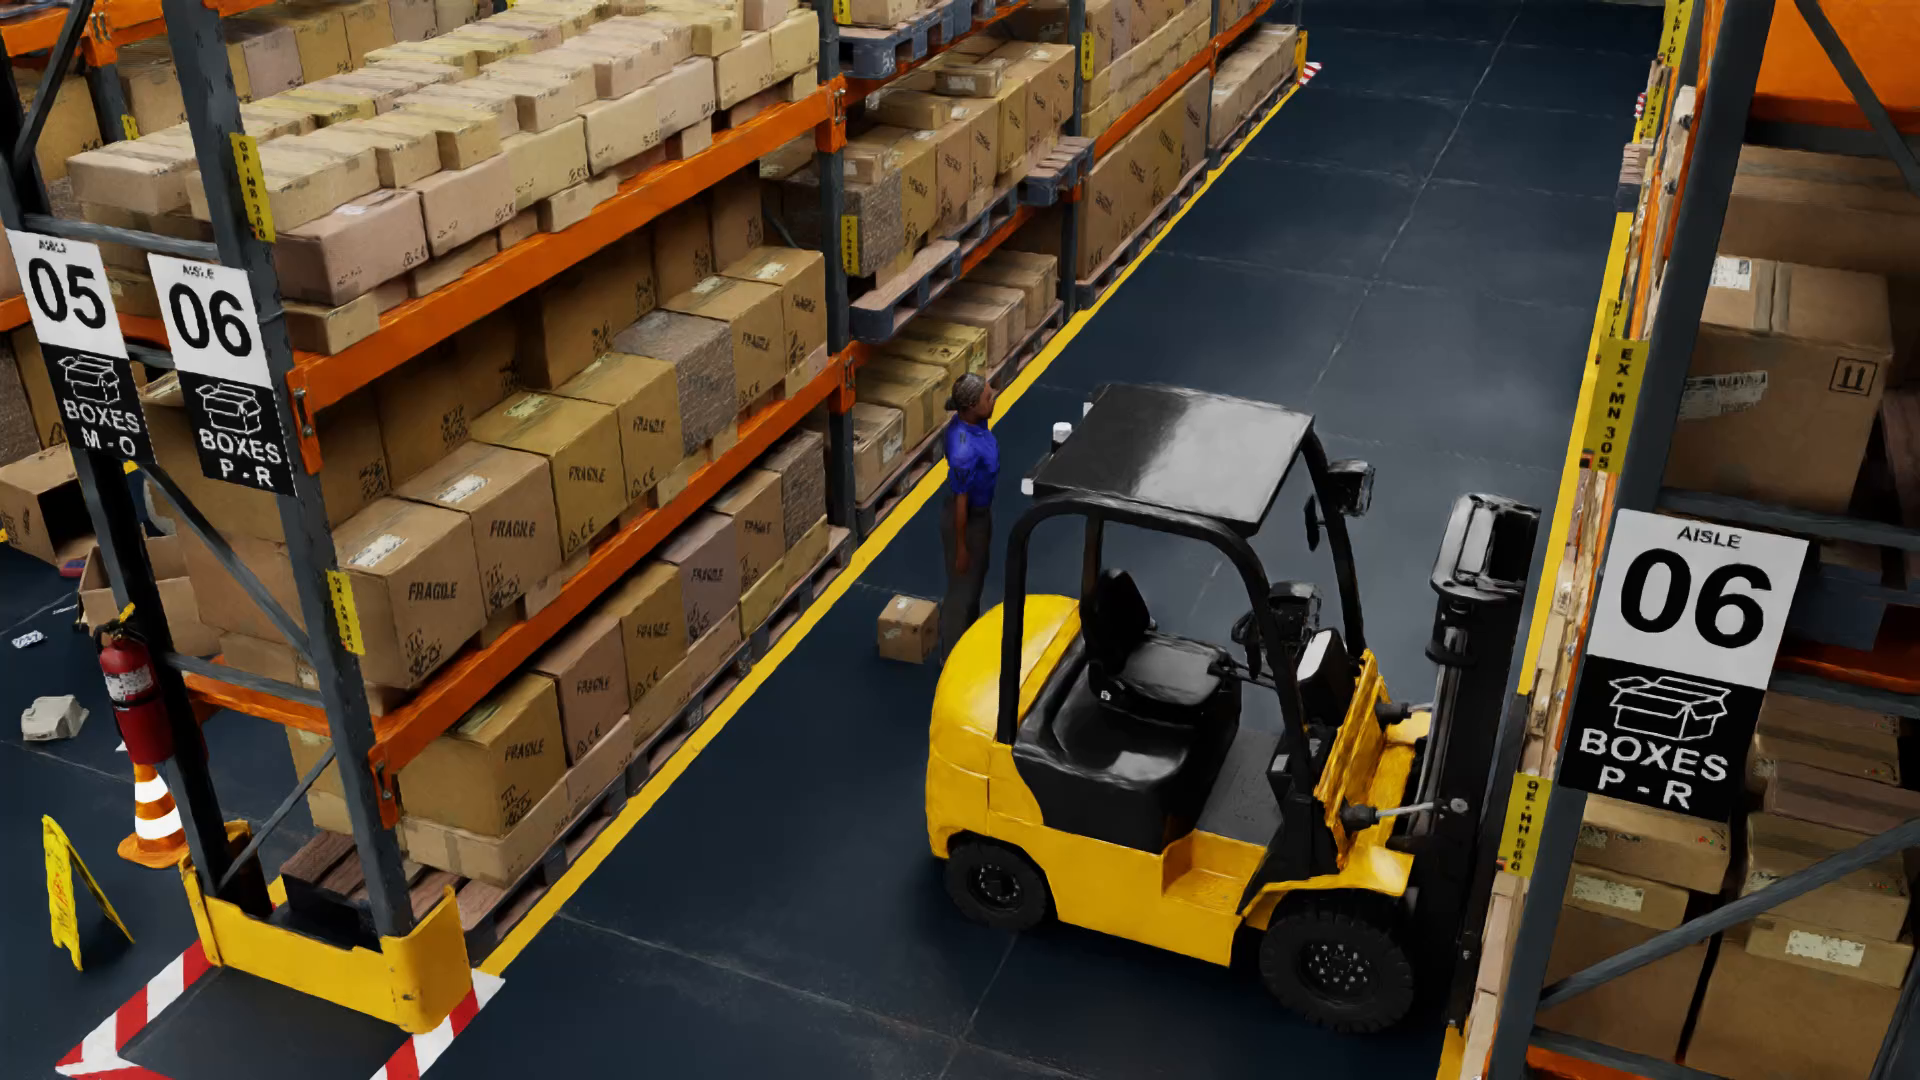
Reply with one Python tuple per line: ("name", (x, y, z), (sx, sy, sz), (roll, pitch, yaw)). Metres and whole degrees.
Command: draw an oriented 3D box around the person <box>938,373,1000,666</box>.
("person", (0.065, -0.085, 8.501), (0.345, 1.668, 0.558), (3, 30, 6))
